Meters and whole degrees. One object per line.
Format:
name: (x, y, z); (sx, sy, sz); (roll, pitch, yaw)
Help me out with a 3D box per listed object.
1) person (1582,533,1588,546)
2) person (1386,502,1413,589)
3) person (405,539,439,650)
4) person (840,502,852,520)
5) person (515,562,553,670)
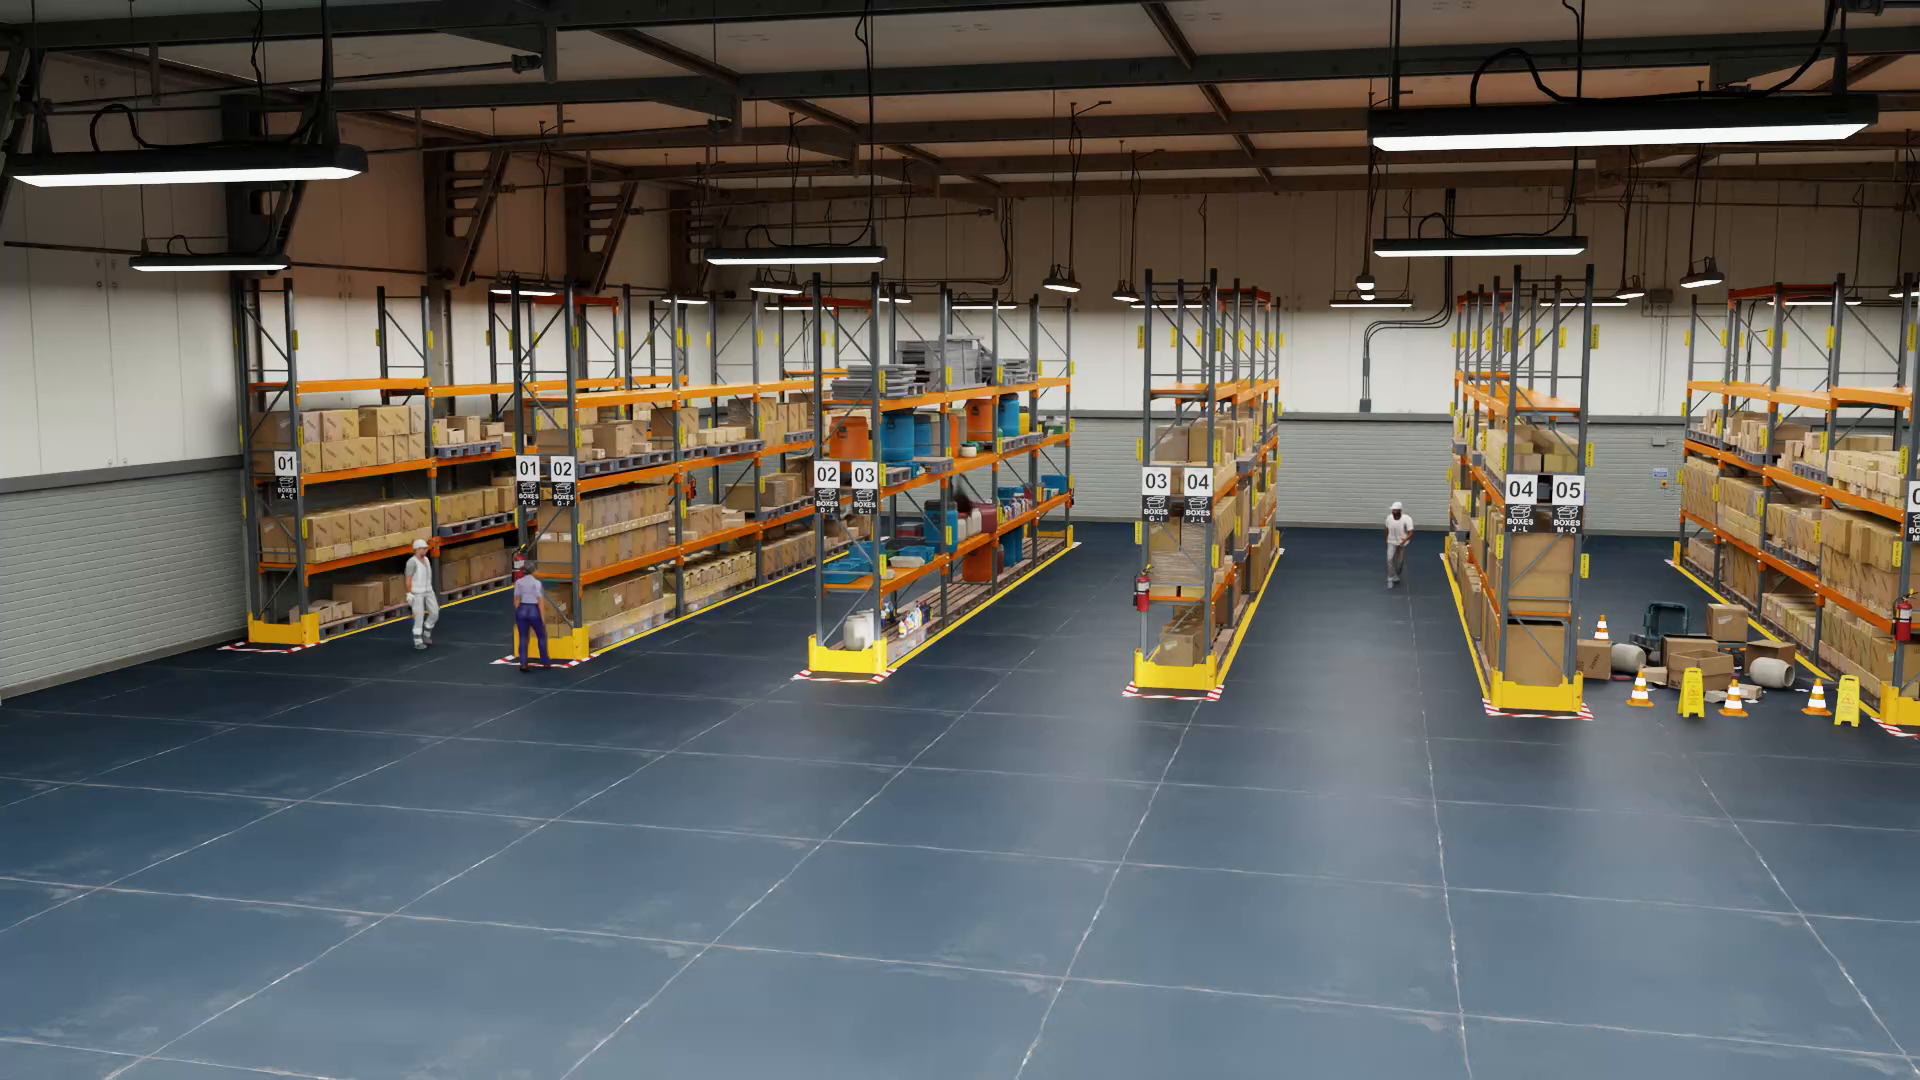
person: (14.762, -0.635, 40.192); (0.719, 1.615, 0.507); (-2, 7, -14)
person: (8.972, 0.086, 33.998); (0.553, 1.739, 1.003); (2, 7, 16)
person: (-8.831, 0.876, 27.133); (0.493, 1.787, 0.624); (4, 8, 32)
person: (-2.875, -1.048, 43.598); (0.468, 1.636, 0.738); (-6, 9, -41)
person: (-6.520, 1.149, 25.373); (0.505, 1.663, 0.498); (2, 7, 12)
